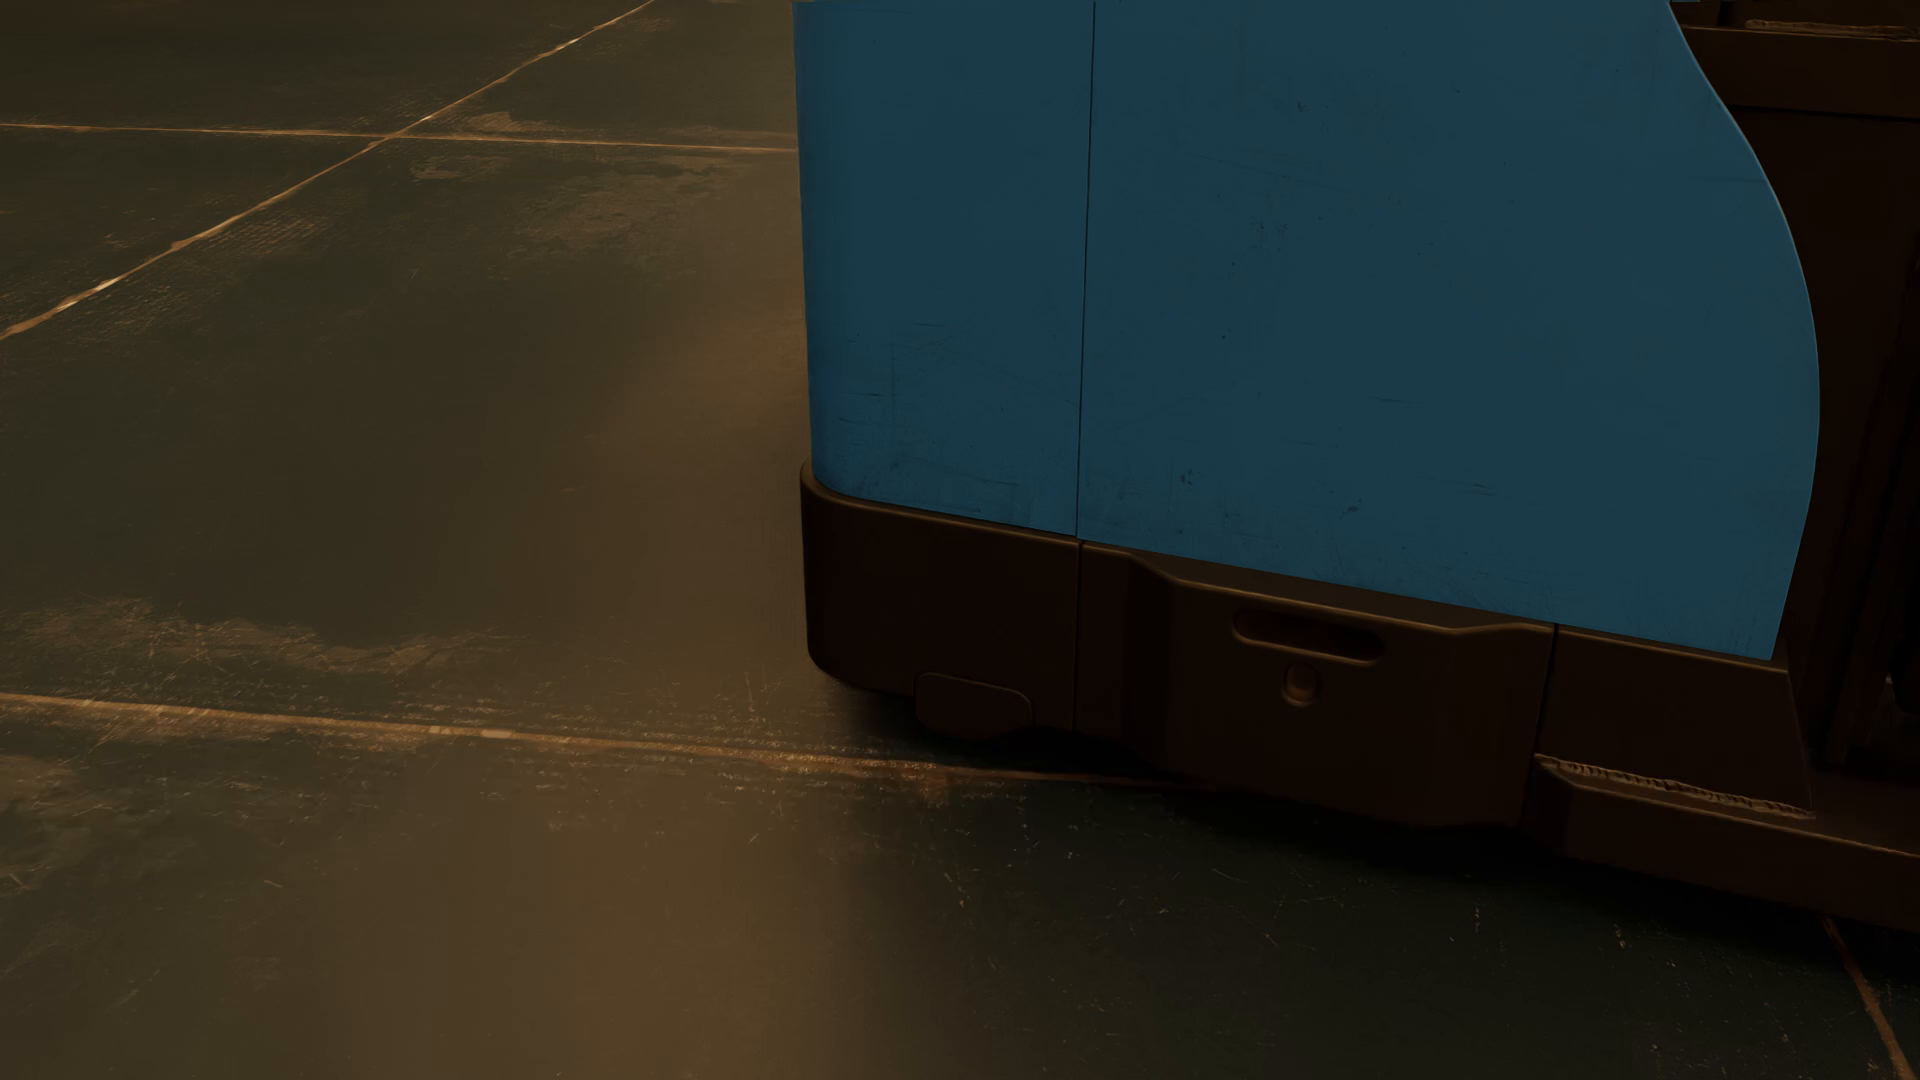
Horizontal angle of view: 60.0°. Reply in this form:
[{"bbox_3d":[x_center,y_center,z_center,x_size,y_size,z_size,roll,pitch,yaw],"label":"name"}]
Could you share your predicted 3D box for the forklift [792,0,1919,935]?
[{"bbox_3d":[1.378,-1.052,1.326,3.031,2.935,1.130,10,28,20],"label":"forklift"}]
